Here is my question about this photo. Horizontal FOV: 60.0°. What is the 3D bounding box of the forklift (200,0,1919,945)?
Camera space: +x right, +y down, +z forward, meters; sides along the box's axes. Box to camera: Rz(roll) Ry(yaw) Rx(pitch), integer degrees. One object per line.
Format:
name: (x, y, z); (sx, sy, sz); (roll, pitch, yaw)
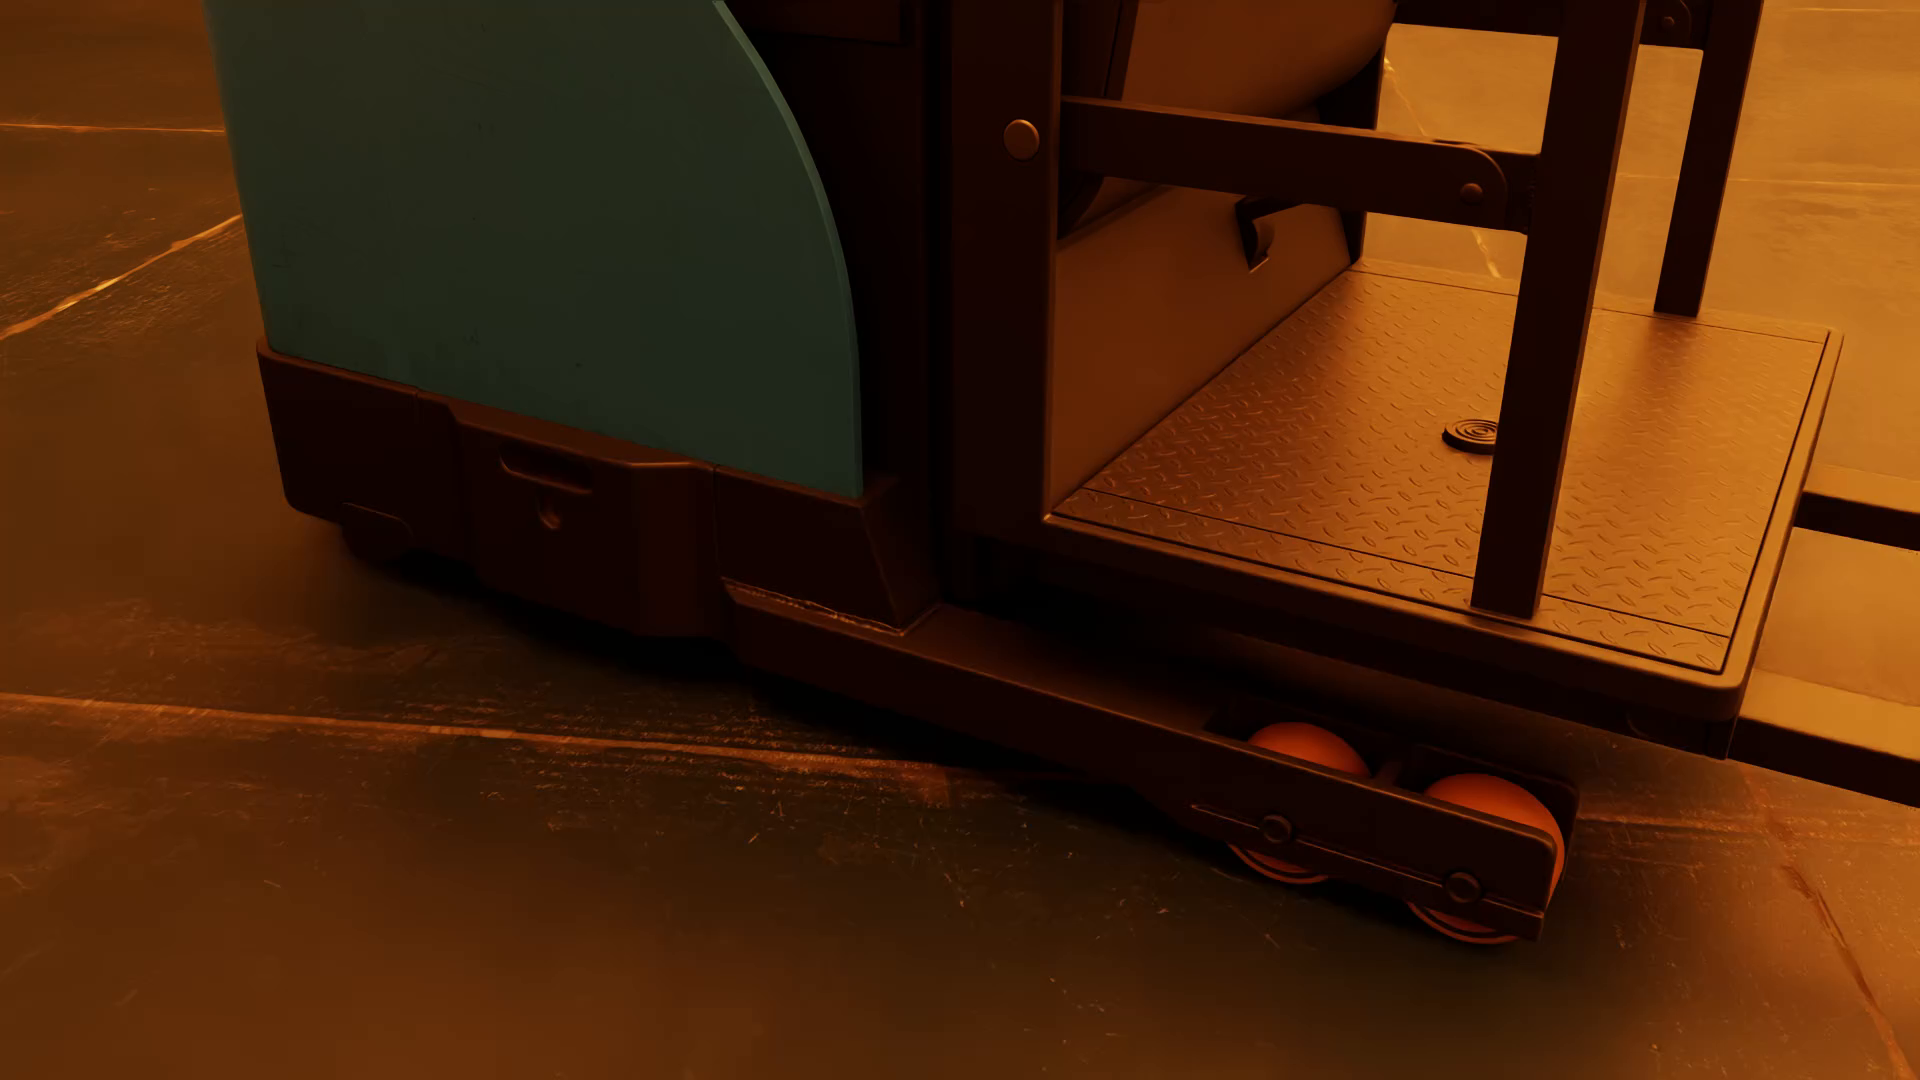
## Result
forklift: (0.529, -1.176, 1.574); (3.031, 2.935, 1.130); (14, 30, 26)
